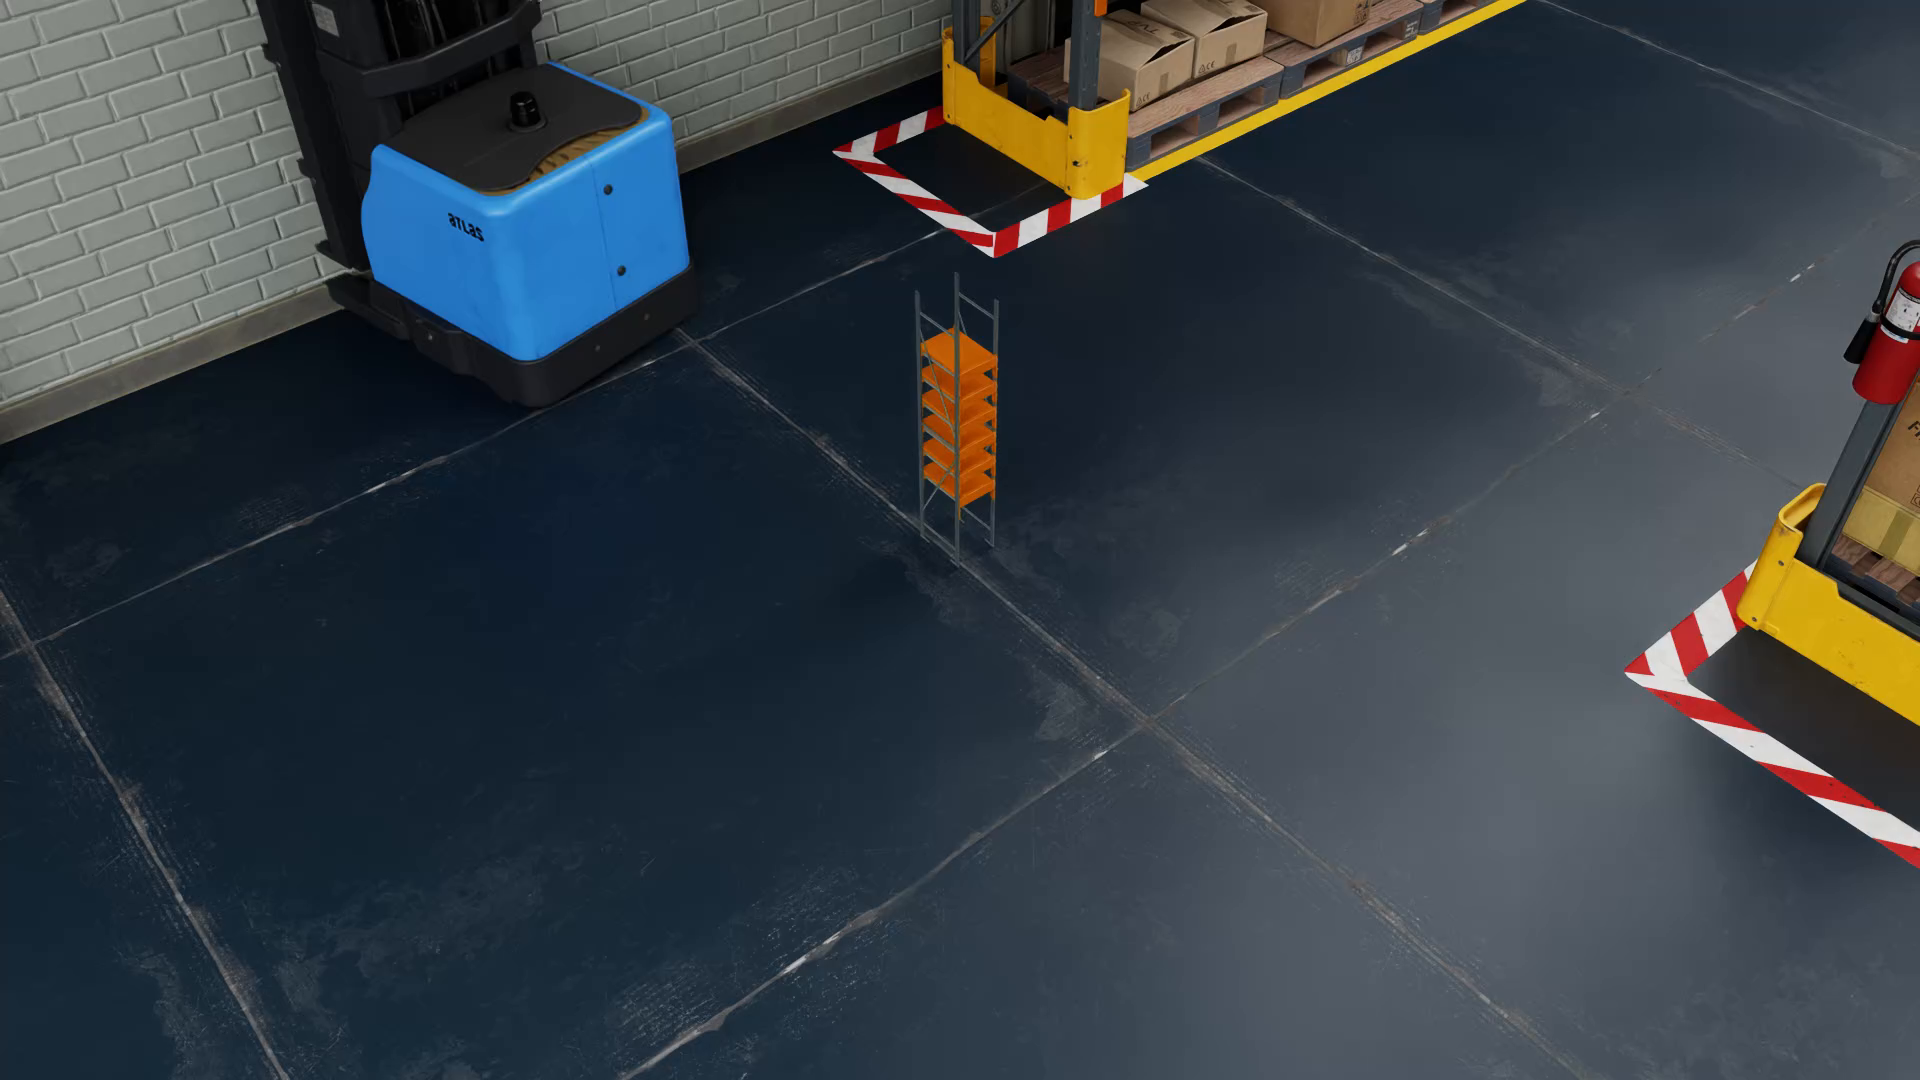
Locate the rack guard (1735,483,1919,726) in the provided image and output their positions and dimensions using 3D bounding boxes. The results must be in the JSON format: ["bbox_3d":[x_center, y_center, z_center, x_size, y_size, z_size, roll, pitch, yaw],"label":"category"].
[{"bbox_3d":[3.489,0.331,6.032,0.348,0.500,1.175,-30,51,-28],"label":"rack guard"}]

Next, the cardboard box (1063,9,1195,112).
[{"bbox_3d":[0.914,-2.627,8.999,0.500,0.311,0.500,33,52,30],"label":"cardboard box"}]

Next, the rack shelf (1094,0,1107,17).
[{"bbox_3d":[1.860,-3.807,9.138,4.000,0.370,1.077,-30,51,-28],"label":"rack shelf"}]

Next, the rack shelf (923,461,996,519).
[{"bbox_3d":[-0.011,-0.224,6.527,0.180,0.103,0.258,-30,51,-28],"label":"rack shelf"}]

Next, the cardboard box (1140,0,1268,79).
[{"bbox_3d":[1.352,-2.878,9.266,0.500,0.311,0.500,-26,49,-25],"label":"cardboard box"}]

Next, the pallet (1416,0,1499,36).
[{"bbox_3d":[2.902,-3.617,10.447,1.213,0.211,1.003,-30,51,-28],"label":"pallet"}]

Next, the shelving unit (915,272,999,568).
[{"bbox_3d":[-0.011,-0.431,6.332,0.189,1.200,0.258,-30,51,-28],"label":"shelving unit"}]

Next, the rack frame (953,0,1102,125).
[{"bbox_3d":[0.326,-3.190,7.956,0.127,3.000,1.000,-30,51,-28],"label":"rack frame"}]

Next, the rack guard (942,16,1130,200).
[{"bbox_3d":[0.384,-2.313,8.847,0.348,0.500,1.175,-30,51,-28],"label":"rack guard"}]

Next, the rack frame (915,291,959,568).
[{"bbox_3d":[-0.081,-0.391,6.290,0.006,1.200,0.240,-30,51,-28],"label":"rack frame"}]

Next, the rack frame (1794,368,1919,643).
[{"bbox_3d":[3.507,-0.591,5.188,0.127,3.000,1.000,-30,51,-28],"label":"rack frame"}]

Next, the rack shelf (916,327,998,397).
[{"bbox_3d":[-0.011,-0.661,6.116,0.180,0.103,0.258,-30,51,-28],"label":"rack shelf"}]

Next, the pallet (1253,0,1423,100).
[{"bbox_3d":[1.965,-3.079,9.874,1.213,0.211,1.003,-30,51,-28],"label":"pallet"}]

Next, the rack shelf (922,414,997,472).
[{"bbox_3d":[-0.011,-0.399,6.363,0.180,0.103,0.258,-30,51,-28],"label":"rack shelf"}]

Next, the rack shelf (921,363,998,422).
[{"bbox_3d":[-0.011,-0.574,6.199,0.180,0.103,0.258,-30,51,-28],"label":"rack shelf"}]

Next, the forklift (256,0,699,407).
[{"bbox_3d":[-2.697,-2.492,7.262,3.031,2.935,1.130,28,50,27],"label":"forklift"}]

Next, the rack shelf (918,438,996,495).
[{"bbox_3d":[-0.011,-0.311,6.445,0.180,0.103,0.258,-30,51,-28],"label":"rack shelf"}]

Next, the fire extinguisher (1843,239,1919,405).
[{"bbox_3d":[3.118,-0.755,5.419,0.183,0.674,0.296,-30,51,-28],"label":"fire extinguisher"}]

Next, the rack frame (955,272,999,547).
[{"bbox_3d":[0.059,-0.471,6.375,0.006,1.200,0.240,-30,51,-28],"label":"rack frame"}]

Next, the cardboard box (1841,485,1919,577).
[{"bbox_3d":[3.729,-0.132,6.401,0.500,0.250,0.500,-30,51,-28],"label":"cardboard box"}]

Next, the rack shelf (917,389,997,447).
[{"bbox_3d":[-0.011,-0.486,6.281,0.180,0.103,0.258,-30,51,-28],"label":"rack shelf"}]

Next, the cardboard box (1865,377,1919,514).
[{"bbox_3d":[3.728,-0.407,6.146,0.500,0.500,0.500,-30,51,-28],"label":"cardboard box"}]

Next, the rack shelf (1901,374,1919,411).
[{"bbox_3d":[5.041,-1.207,6.370,4.000,0.370,1.077,-30,51,-28],"label":"rack shelf"}]

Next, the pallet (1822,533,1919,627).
[{"bbox_3d":[4.067,0.068,6.524,1.213,0.211,1.003,-30,51,-28],"label":"pallet"}]

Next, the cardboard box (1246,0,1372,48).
[{"bbox_3d":[1.947,-3.243,9.516,0.500,0.500,0.700,-33,52,-30],"label":"cardboard box"}]

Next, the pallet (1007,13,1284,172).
[{"bbox_3d":[1.030,-2.546,9.306,1.213,0.211,1.003,-30,51,-28],"label":"pallet"}]

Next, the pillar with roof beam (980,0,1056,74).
[{"bbox_3d":[3.070,-3.878,4.306,0.400,9.000,9.100,-30,51,-28],"label":"pillar with roof beam"}]
